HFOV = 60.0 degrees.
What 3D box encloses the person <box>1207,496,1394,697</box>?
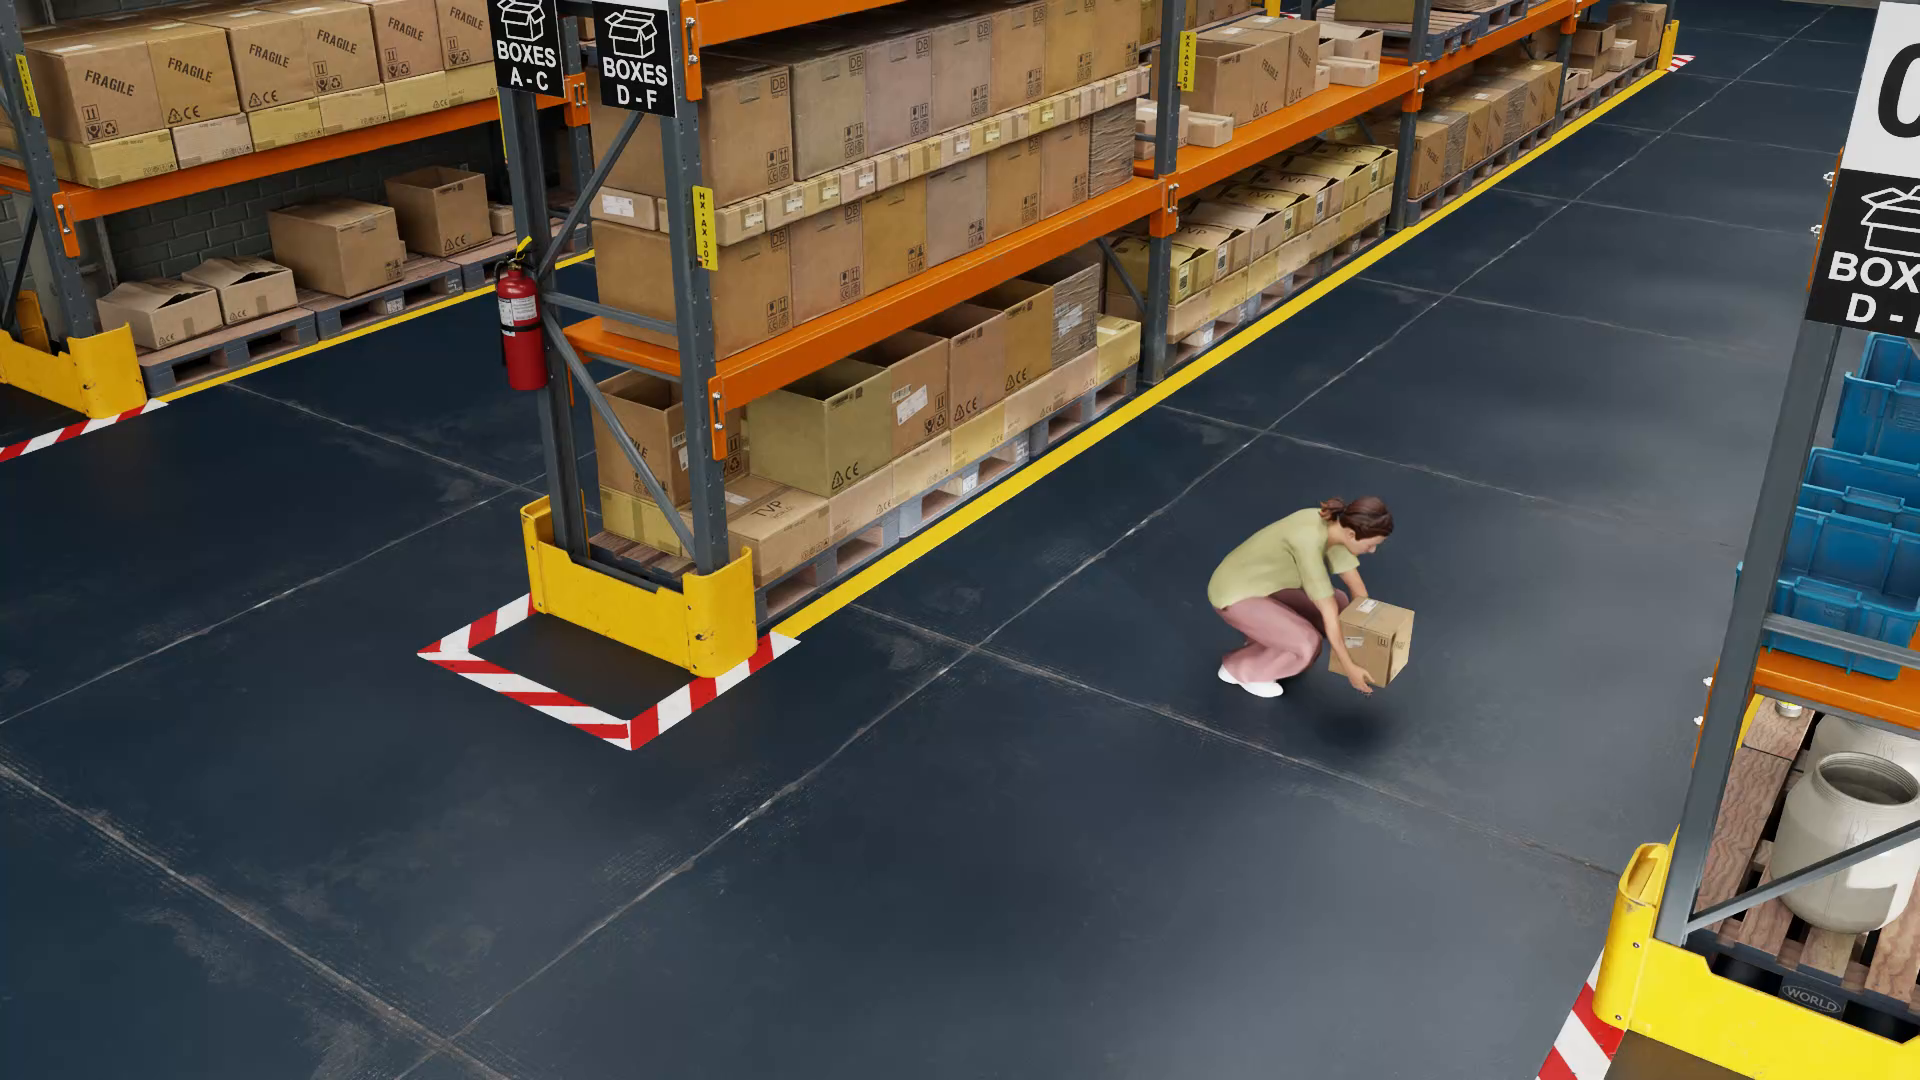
[{"bbox_3d":[1.454,0.212,7.021,0.807,0.943,0.469,17,31,30],"label":"person"}]
